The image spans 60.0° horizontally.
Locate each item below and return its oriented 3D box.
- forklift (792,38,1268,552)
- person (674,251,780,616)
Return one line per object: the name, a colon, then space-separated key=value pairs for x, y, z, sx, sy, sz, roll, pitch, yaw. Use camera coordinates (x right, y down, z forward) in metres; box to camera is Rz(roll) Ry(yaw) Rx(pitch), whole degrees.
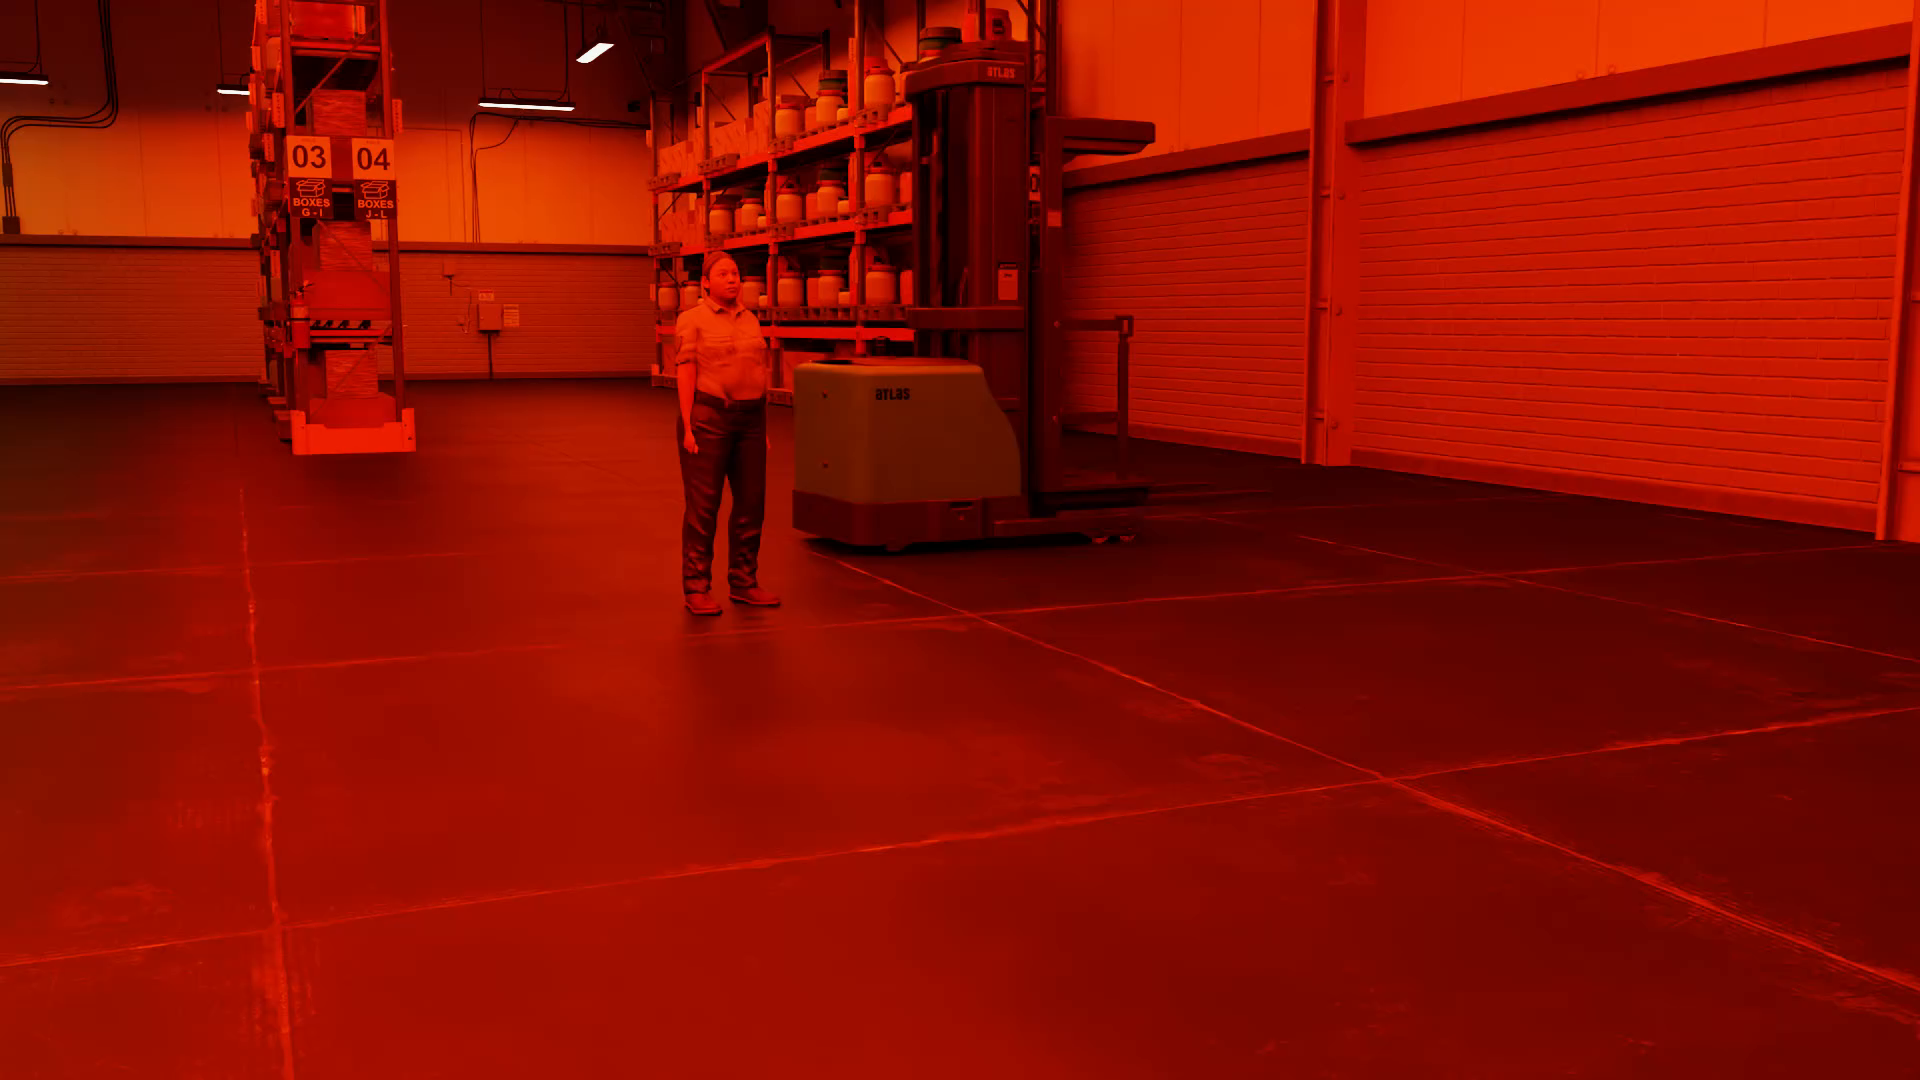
forklift: x=0.519 y=-1.497 z=10.292 sx=3.031 sy=2.935 sz=1.130 roll=-4 pitch=8 yaw=-28
person: x=-1.090 y=-0.503 z=7.699 sx=0.481 sy=1.650 sz=0.359 roll=-7 pitch=10 yaw=-43
